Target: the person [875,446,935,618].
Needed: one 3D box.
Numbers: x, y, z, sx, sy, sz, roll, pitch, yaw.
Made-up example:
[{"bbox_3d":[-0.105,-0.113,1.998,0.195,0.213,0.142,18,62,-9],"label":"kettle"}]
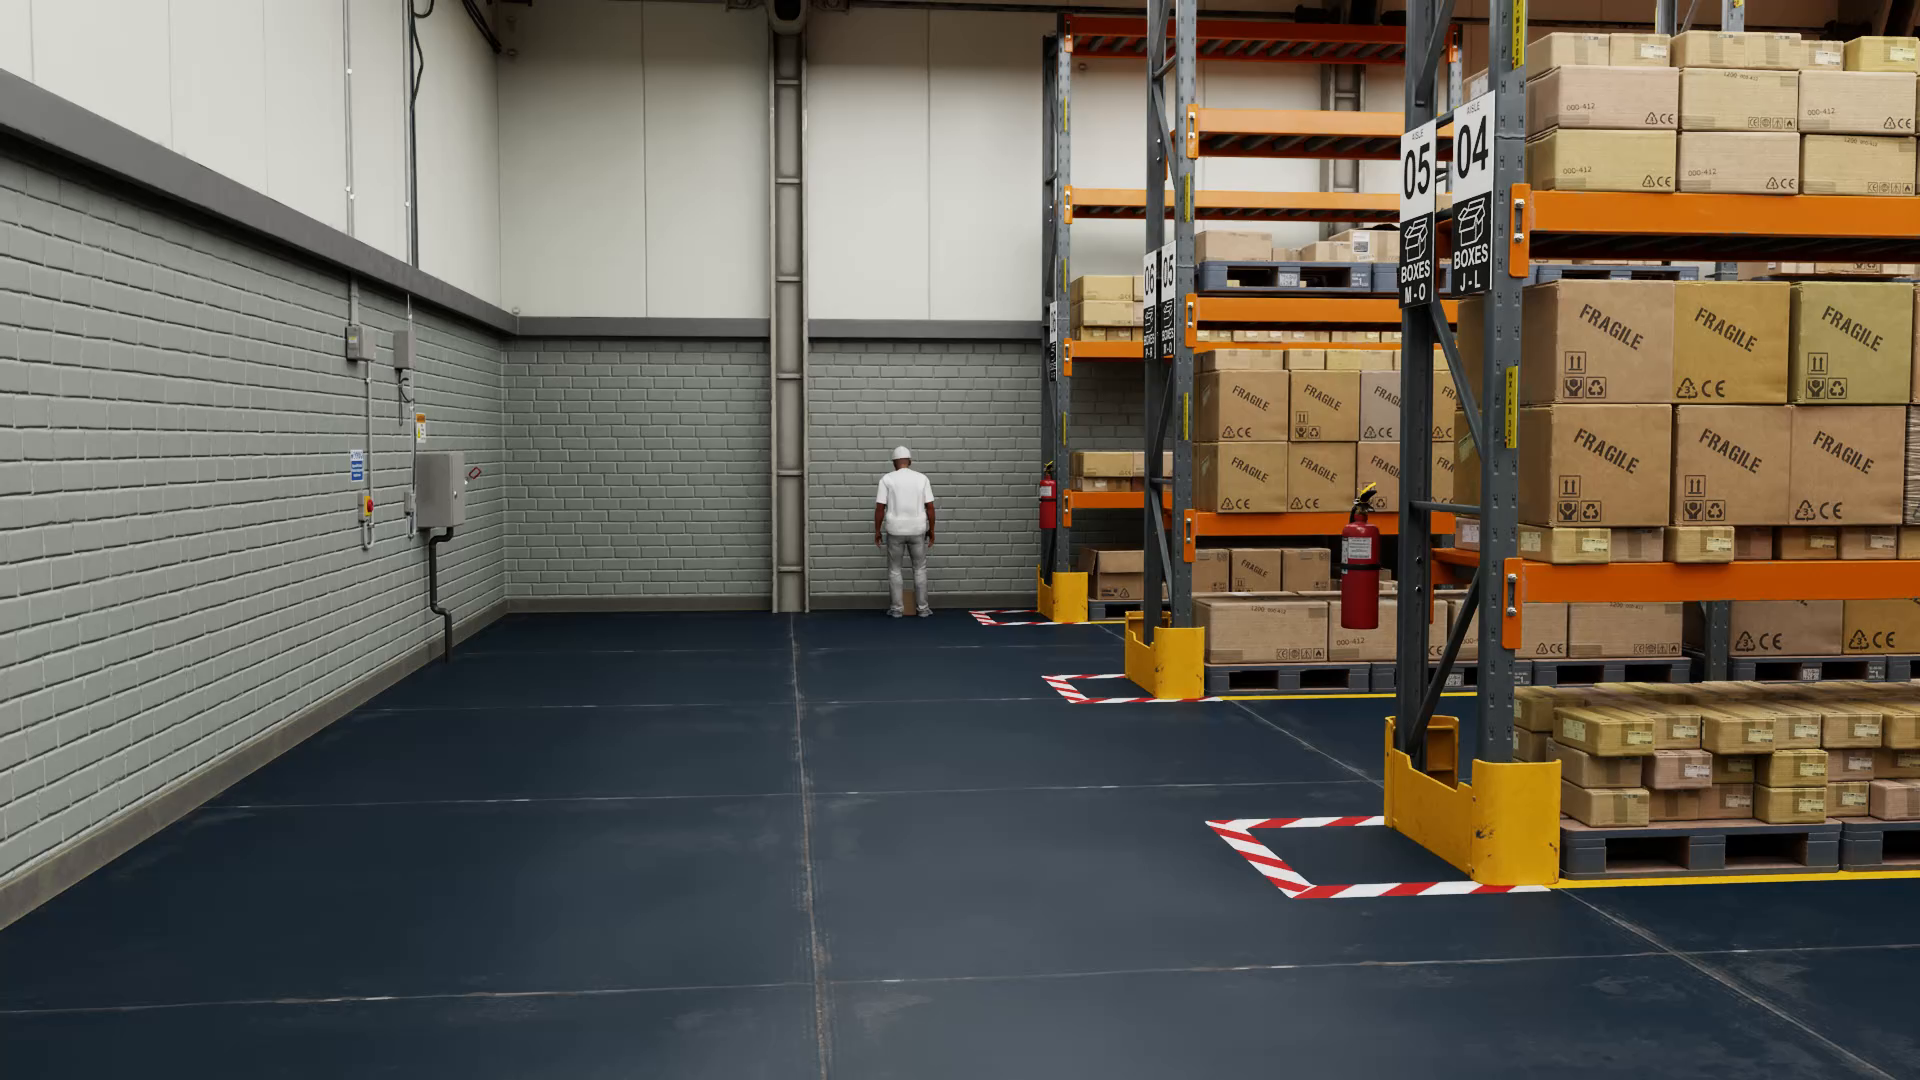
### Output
[{"bbox_3d":[-0.569,-0.087,17.139,0.634,1.760,0.458,-1,3,-10],"label":"person"}]
